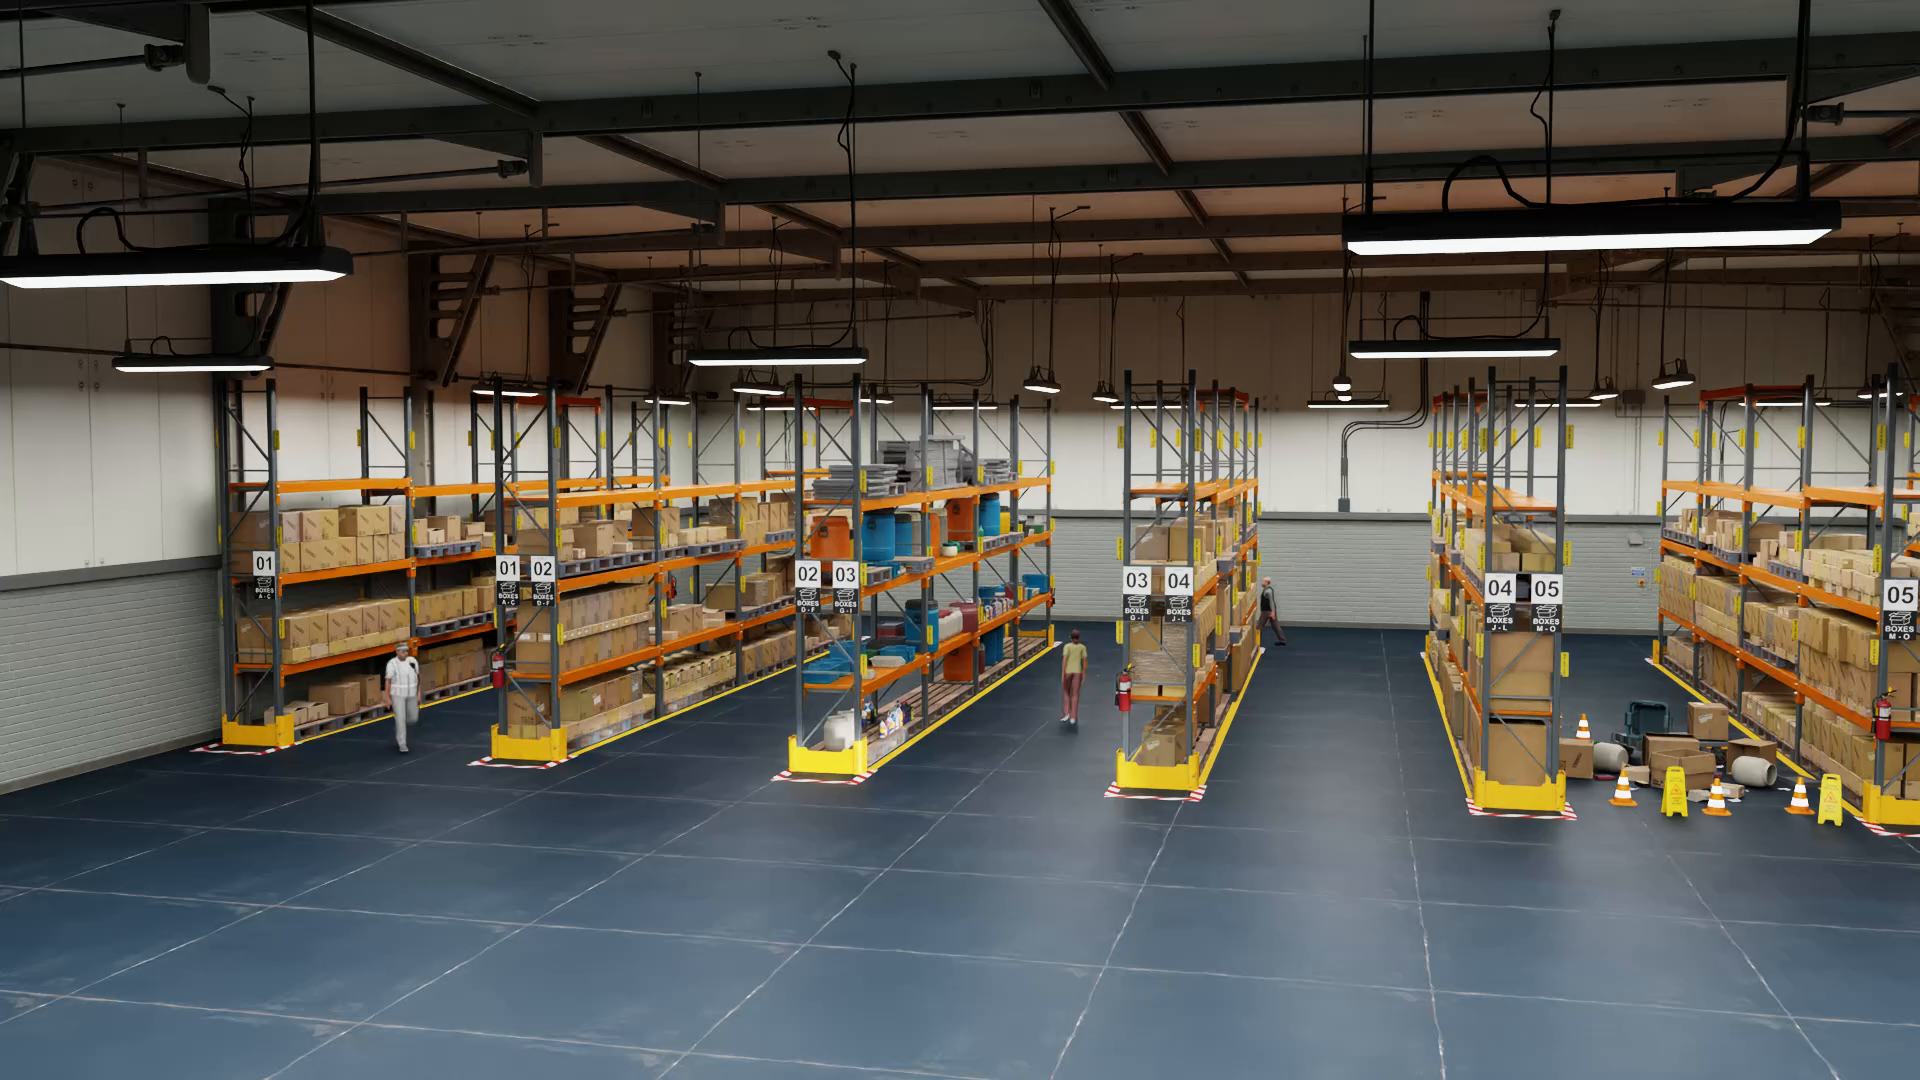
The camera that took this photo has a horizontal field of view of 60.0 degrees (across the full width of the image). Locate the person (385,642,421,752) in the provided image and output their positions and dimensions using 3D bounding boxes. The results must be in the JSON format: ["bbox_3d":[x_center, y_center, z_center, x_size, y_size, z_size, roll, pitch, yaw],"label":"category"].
[{"bbox_3d":[-9.016,2.504,26.919,0.600,1.737,0.823,-3,5,-43],"label":"person"}]

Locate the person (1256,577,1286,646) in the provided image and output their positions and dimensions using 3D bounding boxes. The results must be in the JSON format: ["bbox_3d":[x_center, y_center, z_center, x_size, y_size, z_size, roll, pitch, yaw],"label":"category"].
[{"bbox_3d":[7.442,1.726,40.387,1.031,1.656,0.507,2,4,30],"label":"person"}]

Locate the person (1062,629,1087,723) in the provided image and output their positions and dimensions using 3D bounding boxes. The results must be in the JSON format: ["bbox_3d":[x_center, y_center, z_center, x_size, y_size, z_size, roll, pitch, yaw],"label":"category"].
[{"bbox_3d":[2.024,2.426,29.455,0.460,1.708,0.604,0,3,3],"label":"person"}]
